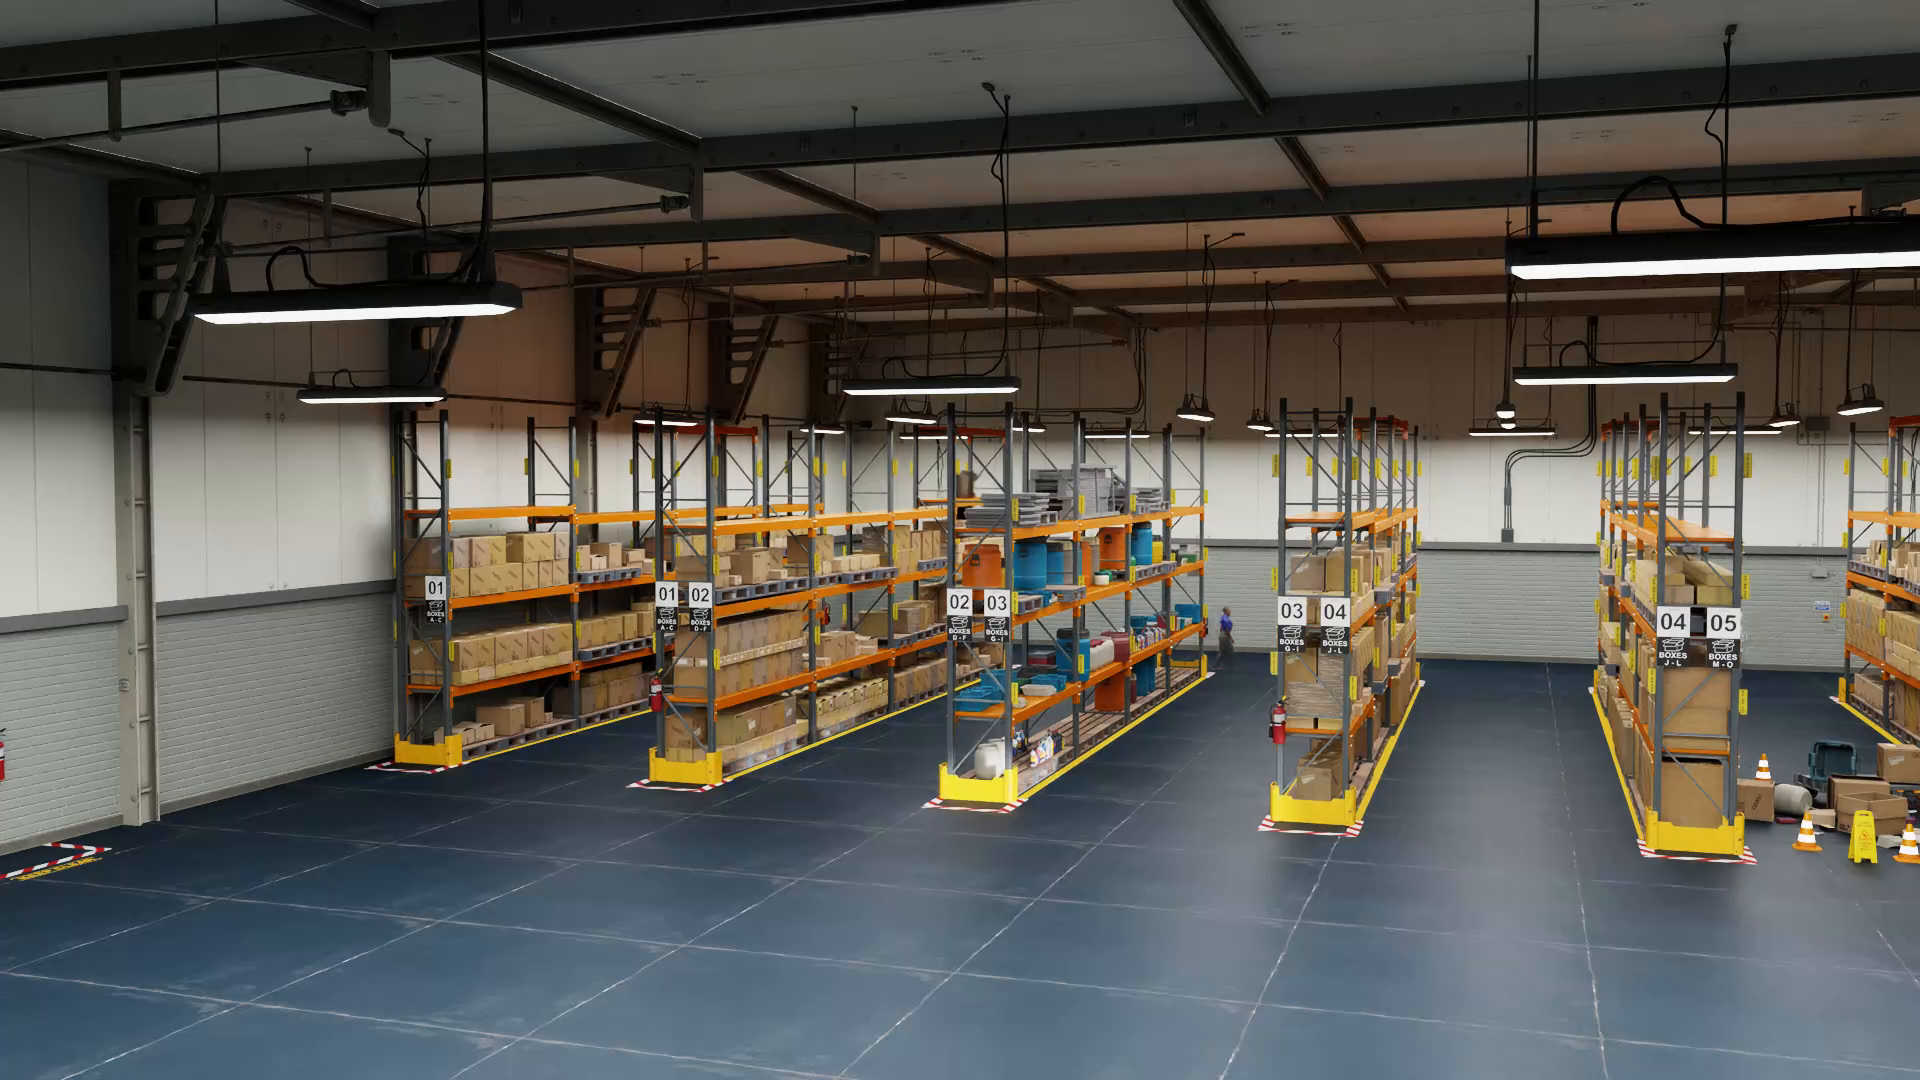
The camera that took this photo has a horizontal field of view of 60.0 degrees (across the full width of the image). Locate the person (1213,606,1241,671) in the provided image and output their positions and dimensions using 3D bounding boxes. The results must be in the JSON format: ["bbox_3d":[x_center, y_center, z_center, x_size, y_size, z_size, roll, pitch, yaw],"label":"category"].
[{"bbox_3d":[6.599,2.443,41.117,0.676,1.660,0.617,0,2,11],"label":"person"}]

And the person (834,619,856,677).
[{"bbox_3d":[-2.570,2.578,37.283,0.645,1.679,0.679,0,2,10],"label":"person"}]
